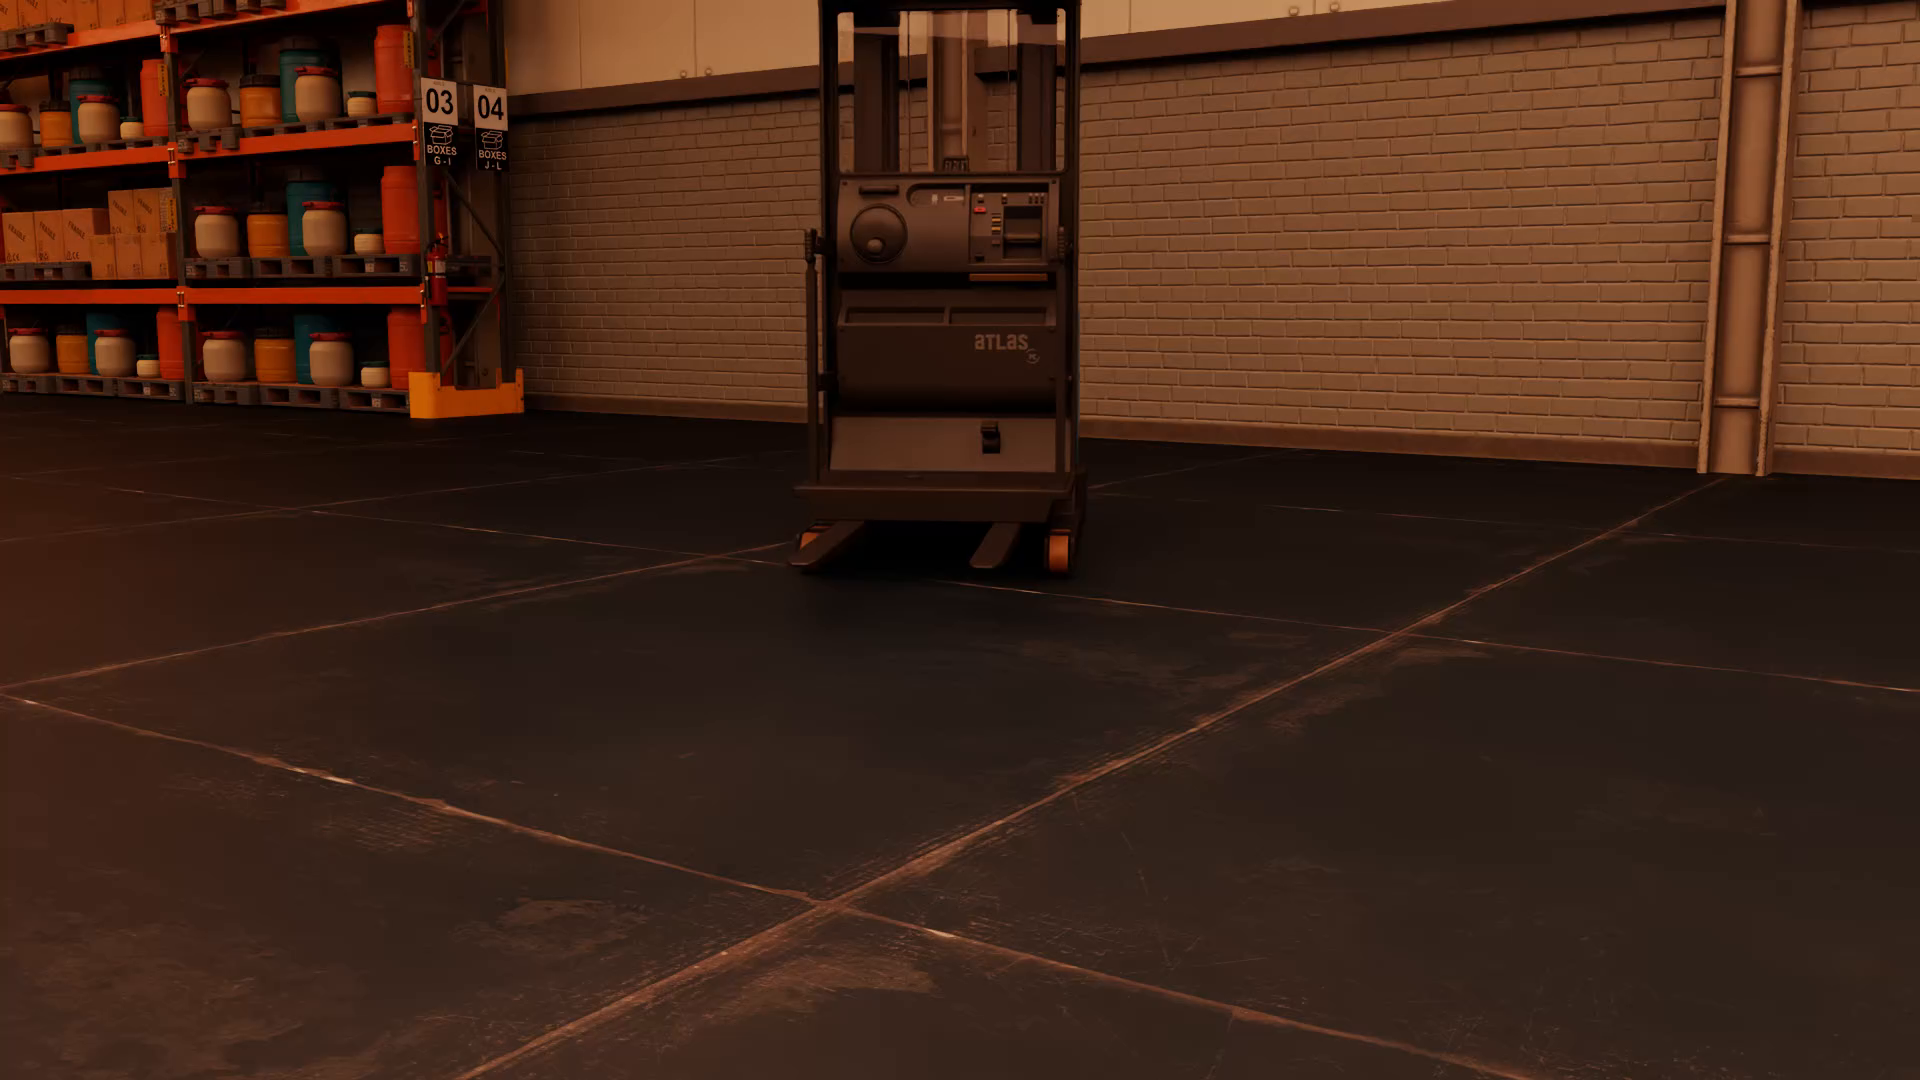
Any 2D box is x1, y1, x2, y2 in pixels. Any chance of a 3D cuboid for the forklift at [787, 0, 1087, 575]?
[{"bbox_3d":[-0.069,-1.359,6.747,1.130,2.935,3.031,1,8,6],"label":"forklift"}]
